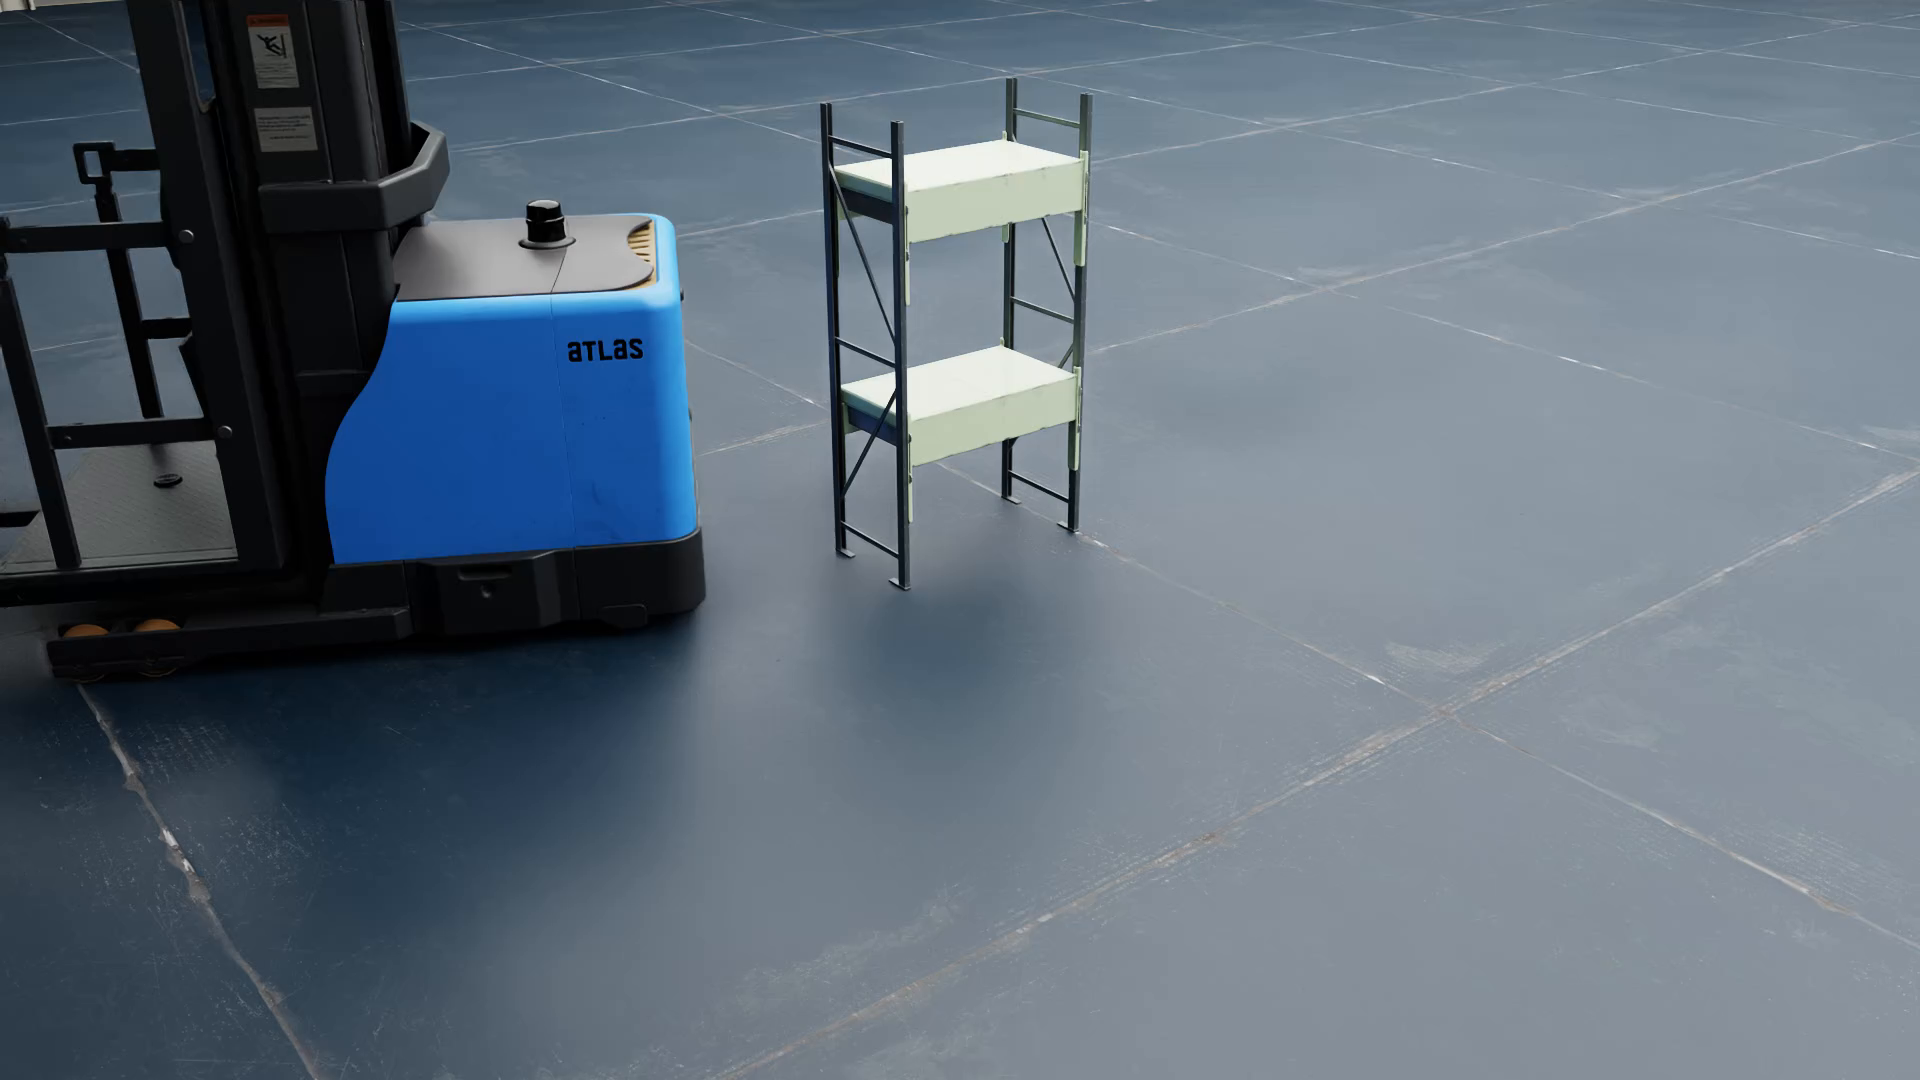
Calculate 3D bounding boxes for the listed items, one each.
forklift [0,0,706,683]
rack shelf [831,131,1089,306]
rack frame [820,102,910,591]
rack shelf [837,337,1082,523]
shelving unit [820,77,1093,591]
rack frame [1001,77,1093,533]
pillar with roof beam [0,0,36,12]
[{"bbox_3d":[-2.361,-1.154,4.754,3.031,2.935,1.130,-4,25,-9],"label":"forklift"},{"bbox_3d":[-0.005,-1.033,5.266,0.720,0.370,0.431,-18,31,-34],"label":"rack shelf"},{"bbox_3d":[-0.293,-0.583,5.226,0.023,1.500,0.400,-18,31,-34],"label":"rack frame"},{"bbox_3d":[-0.005,-0.383,5.568,0.720,0.370,0.431,-18,31,-34],"label":"rack shelf"},{"bbox_3d":[-0.005,-0.679,5.431,0.755,1.500,0.431,-18,31,-34],"label":"shelving unit"},{"bbox_3d":[0.283,-0.774,5.635,0.023,1.500,0.400,-18,31,-34],"label":"rack frame"},{"bbox_3d":[-7.810,-8.521,13.421,0.400,9.000,9.100,-18,31,-34],"label":"pillar with roof beam"}]
